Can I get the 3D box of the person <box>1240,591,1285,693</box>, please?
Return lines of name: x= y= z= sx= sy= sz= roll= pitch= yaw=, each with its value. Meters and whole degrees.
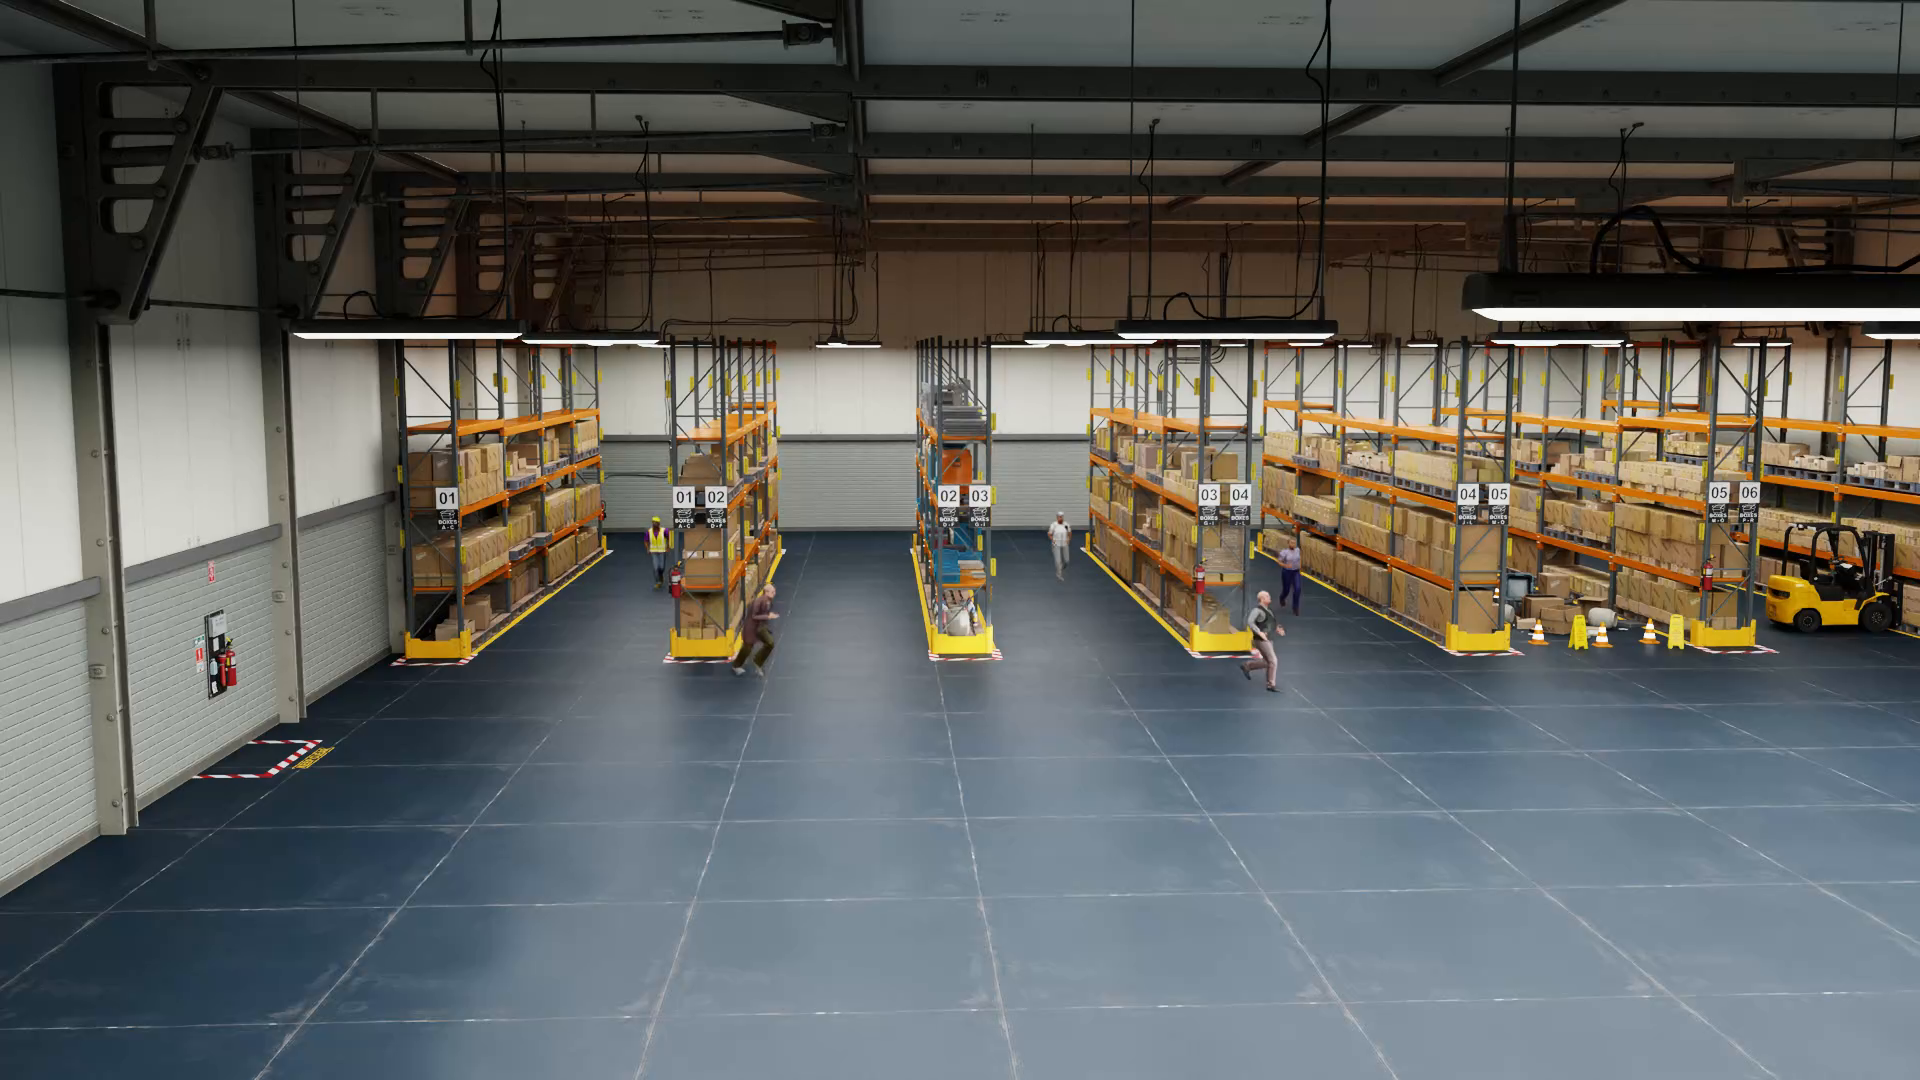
person: x=5.096 y=1.709 z=28.100 sx=0.805 sy=1.708 sz=0.662 roll=4 pitch=7 yaw=29

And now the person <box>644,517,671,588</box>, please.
person: x=-7.313 y=0.302 z=40.257 sx=0.700 sy=1.728 sz=0.541 roll=0 pitch=6 yaw=-3

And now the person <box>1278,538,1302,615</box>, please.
person: x=7.252 y=0.786 z=36.544 sx=0.636 sy=1.693 sz=0.895 roll=-1 pitch=7 yaw=-12

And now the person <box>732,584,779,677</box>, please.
person: x=-3.580 y=1.592 z=29.314 sx=1.051 sy=1.676 sz=0.744 roll=3 pitch=7 yaw=27

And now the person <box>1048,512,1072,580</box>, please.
person: x=2.389 y=0.152 z=39.459 sx=0.586 sy=1.648 sz=0.487 roll=-1 pitch=7 yaw=-8
